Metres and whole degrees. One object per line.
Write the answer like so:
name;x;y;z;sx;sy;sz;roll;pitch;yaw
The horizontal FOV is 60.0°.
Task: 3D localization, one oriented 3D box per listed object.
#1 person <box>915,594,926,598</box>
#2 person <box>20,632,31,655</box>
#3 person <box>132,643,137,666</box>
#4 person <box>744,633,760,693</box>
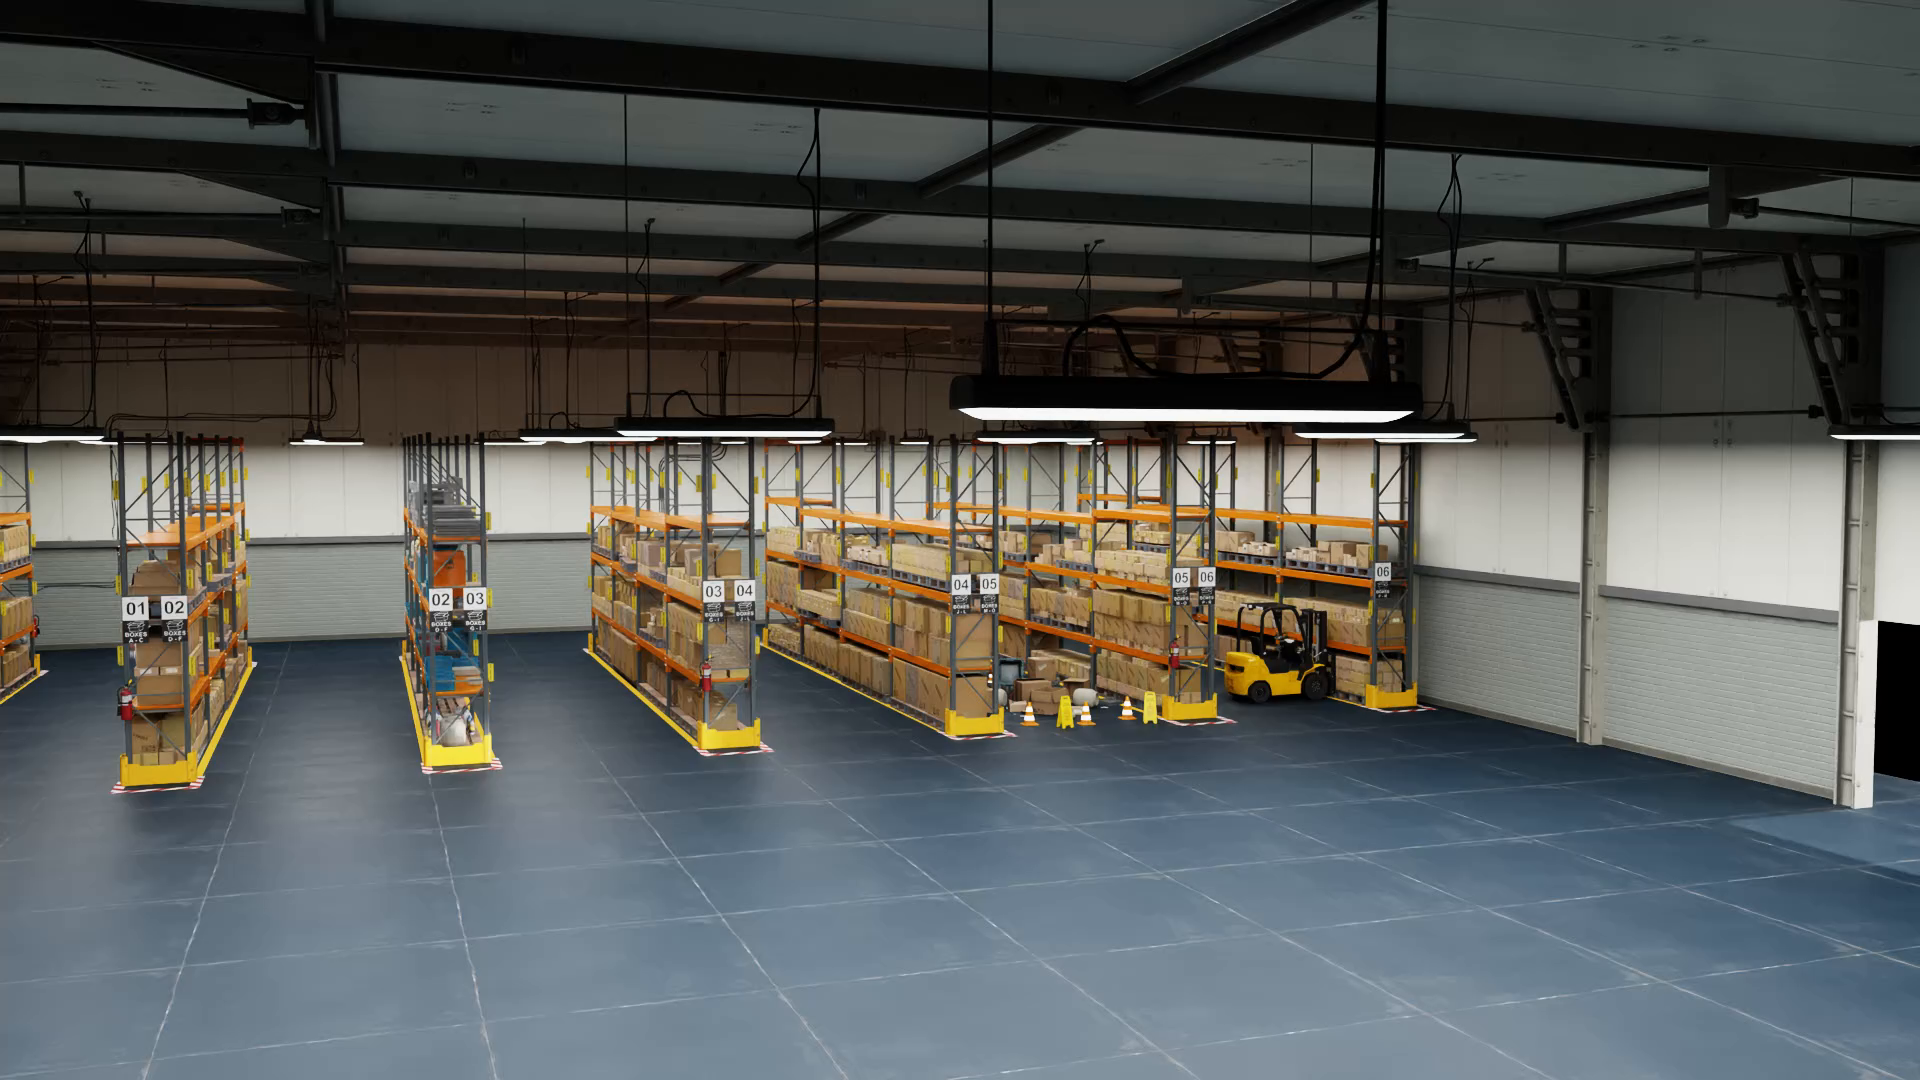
person;-1.216;2.045;52.126;0.963;1.540;0.423;1;3;24
person;-24.212;2.483;43.119;0.394;1.689;0.513;-1;3;-20
person;-19.224;2.670;39.203;0.545;1.732;0.963;-2;4;-29
person;-4.990;2.753;39.182;0.540;1.627;0.554;-2;4;-26
